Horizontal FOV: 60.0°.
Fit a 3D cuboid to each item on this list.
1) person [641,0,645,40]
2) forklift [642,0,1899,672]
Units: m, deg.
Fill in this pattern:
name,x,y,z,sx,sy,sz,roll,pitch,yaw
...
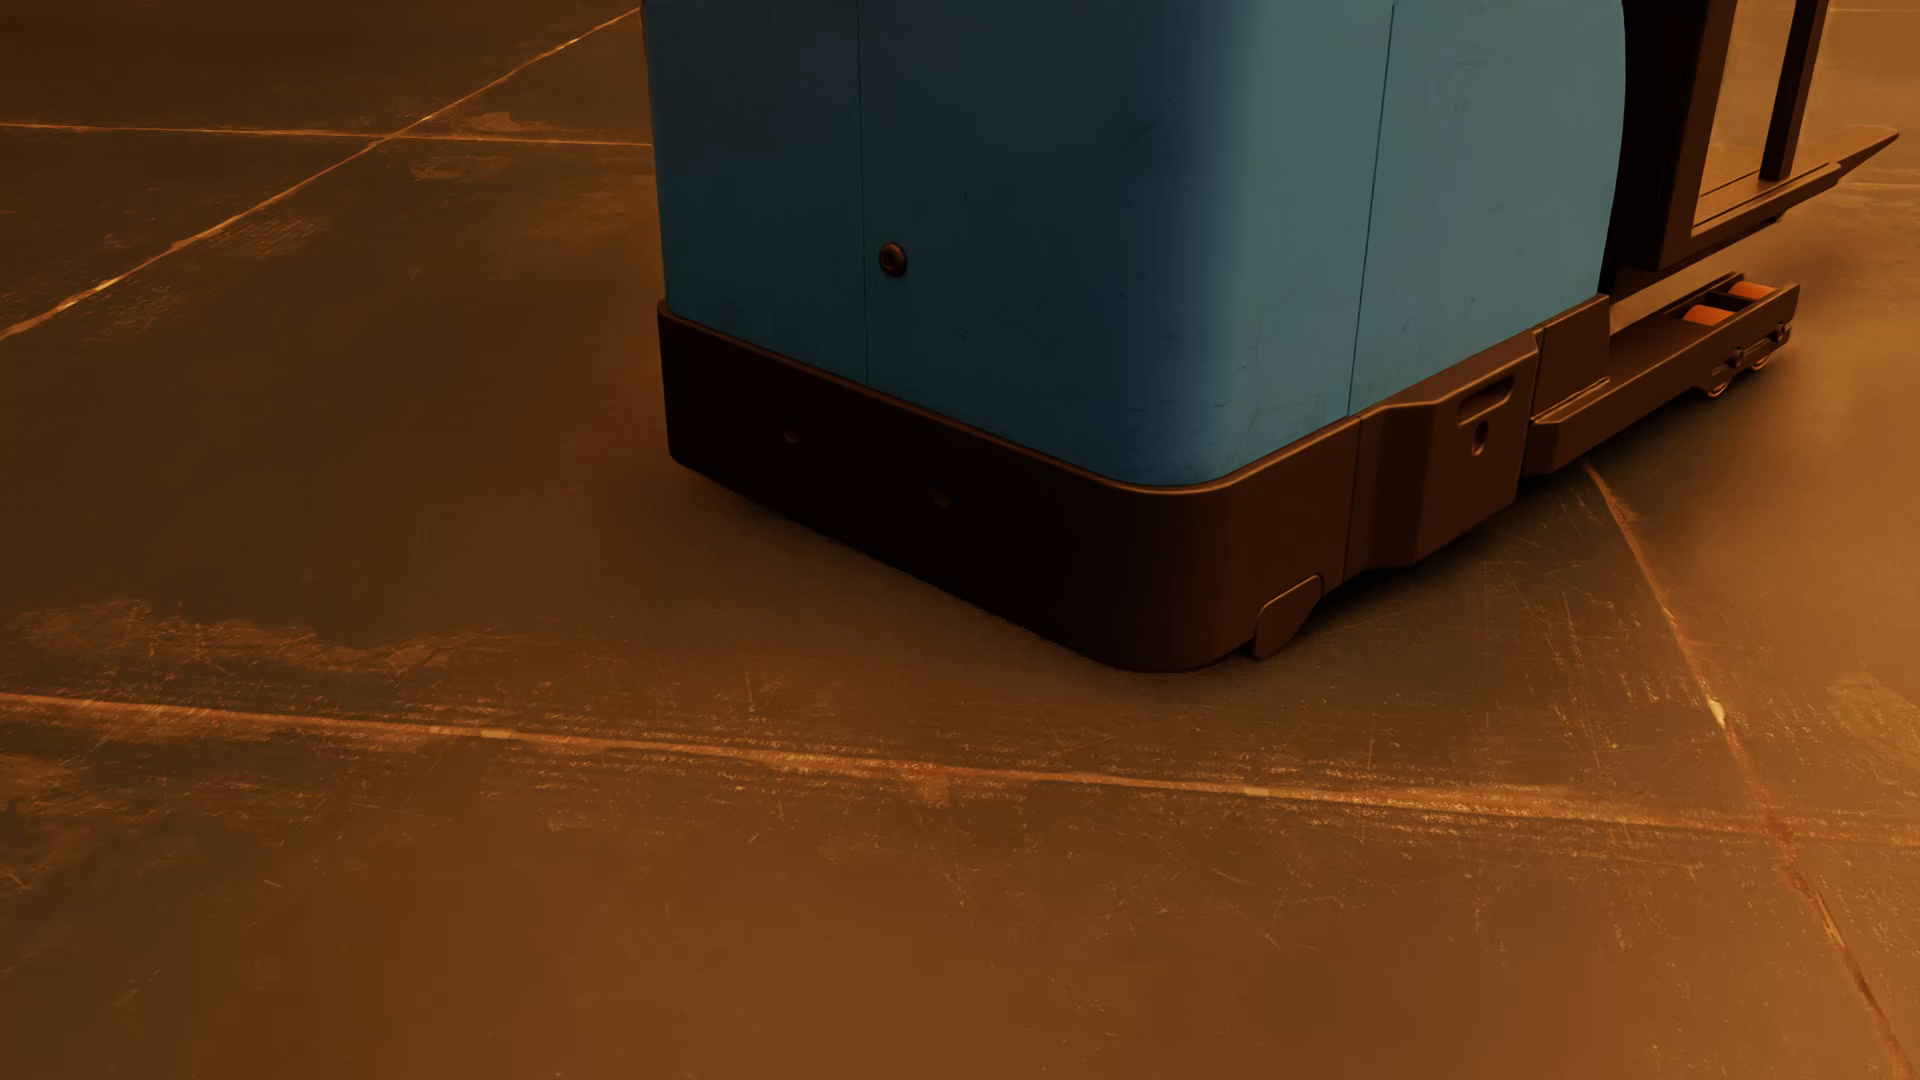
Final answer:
name,x,y,z,sx,sy,sz,roll,pitch,yaw
person,-0.174,-0.884,2.707,0.743,1.378,0.946,11,29,22
forklift,0.932,-1.712,2.649,1.130,2.935,3.031,24,35,39
